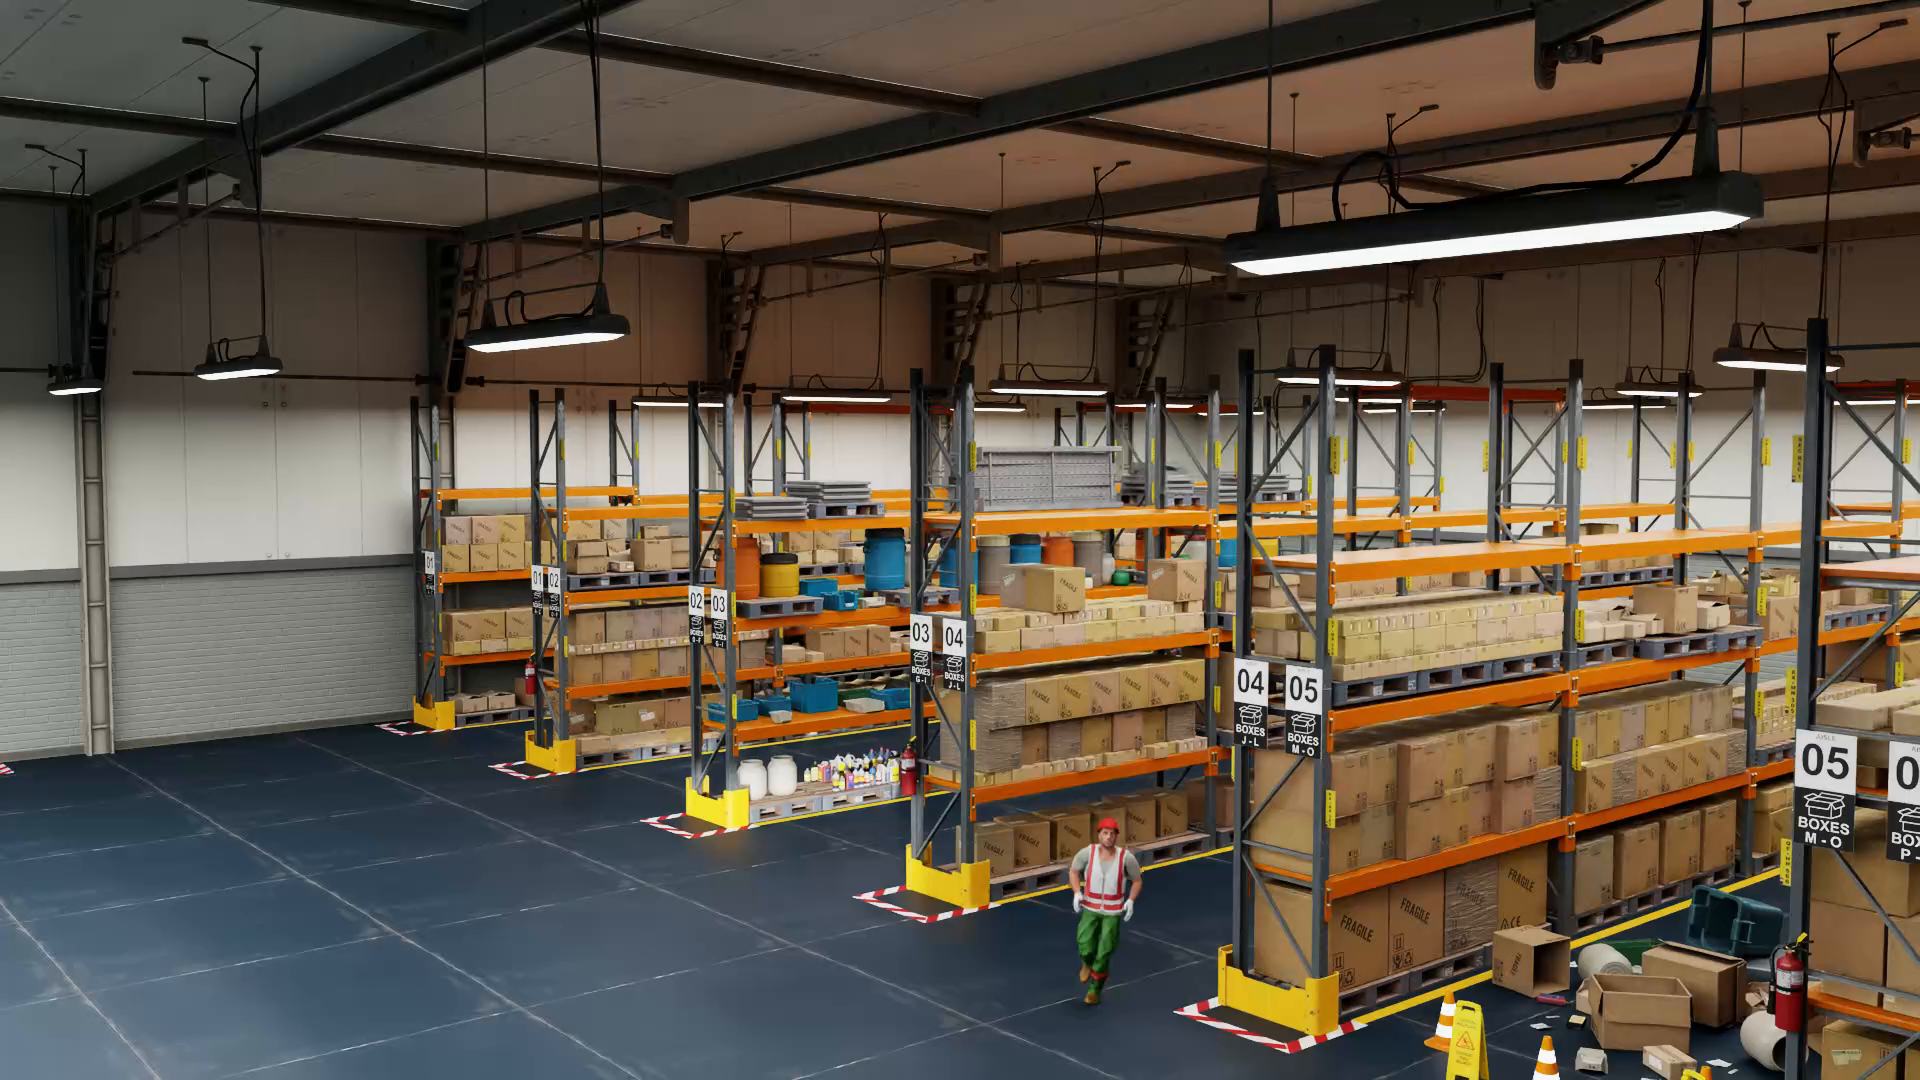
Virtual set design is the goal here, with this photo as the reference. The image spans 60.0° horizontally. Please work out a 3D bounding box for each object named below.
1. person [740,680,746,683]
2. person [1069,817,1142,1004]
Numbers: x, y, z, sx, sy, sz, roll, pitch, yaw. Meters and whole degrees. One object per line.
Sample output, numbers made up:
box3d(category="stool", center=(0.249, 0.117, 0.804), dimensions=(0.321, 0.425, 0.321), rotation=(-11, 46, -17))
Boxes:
box3d(category="person", center=(-4.313, 2.513, 31.839), dimensions=(0.684, 1.549, 0.867), rotation=(2, 4, 25))
box3d(category="person", center=(1.336, 3.406, 15.354), dimensions=(0.681, 1.730, 0.564), rotation=(1, 3, 10))
